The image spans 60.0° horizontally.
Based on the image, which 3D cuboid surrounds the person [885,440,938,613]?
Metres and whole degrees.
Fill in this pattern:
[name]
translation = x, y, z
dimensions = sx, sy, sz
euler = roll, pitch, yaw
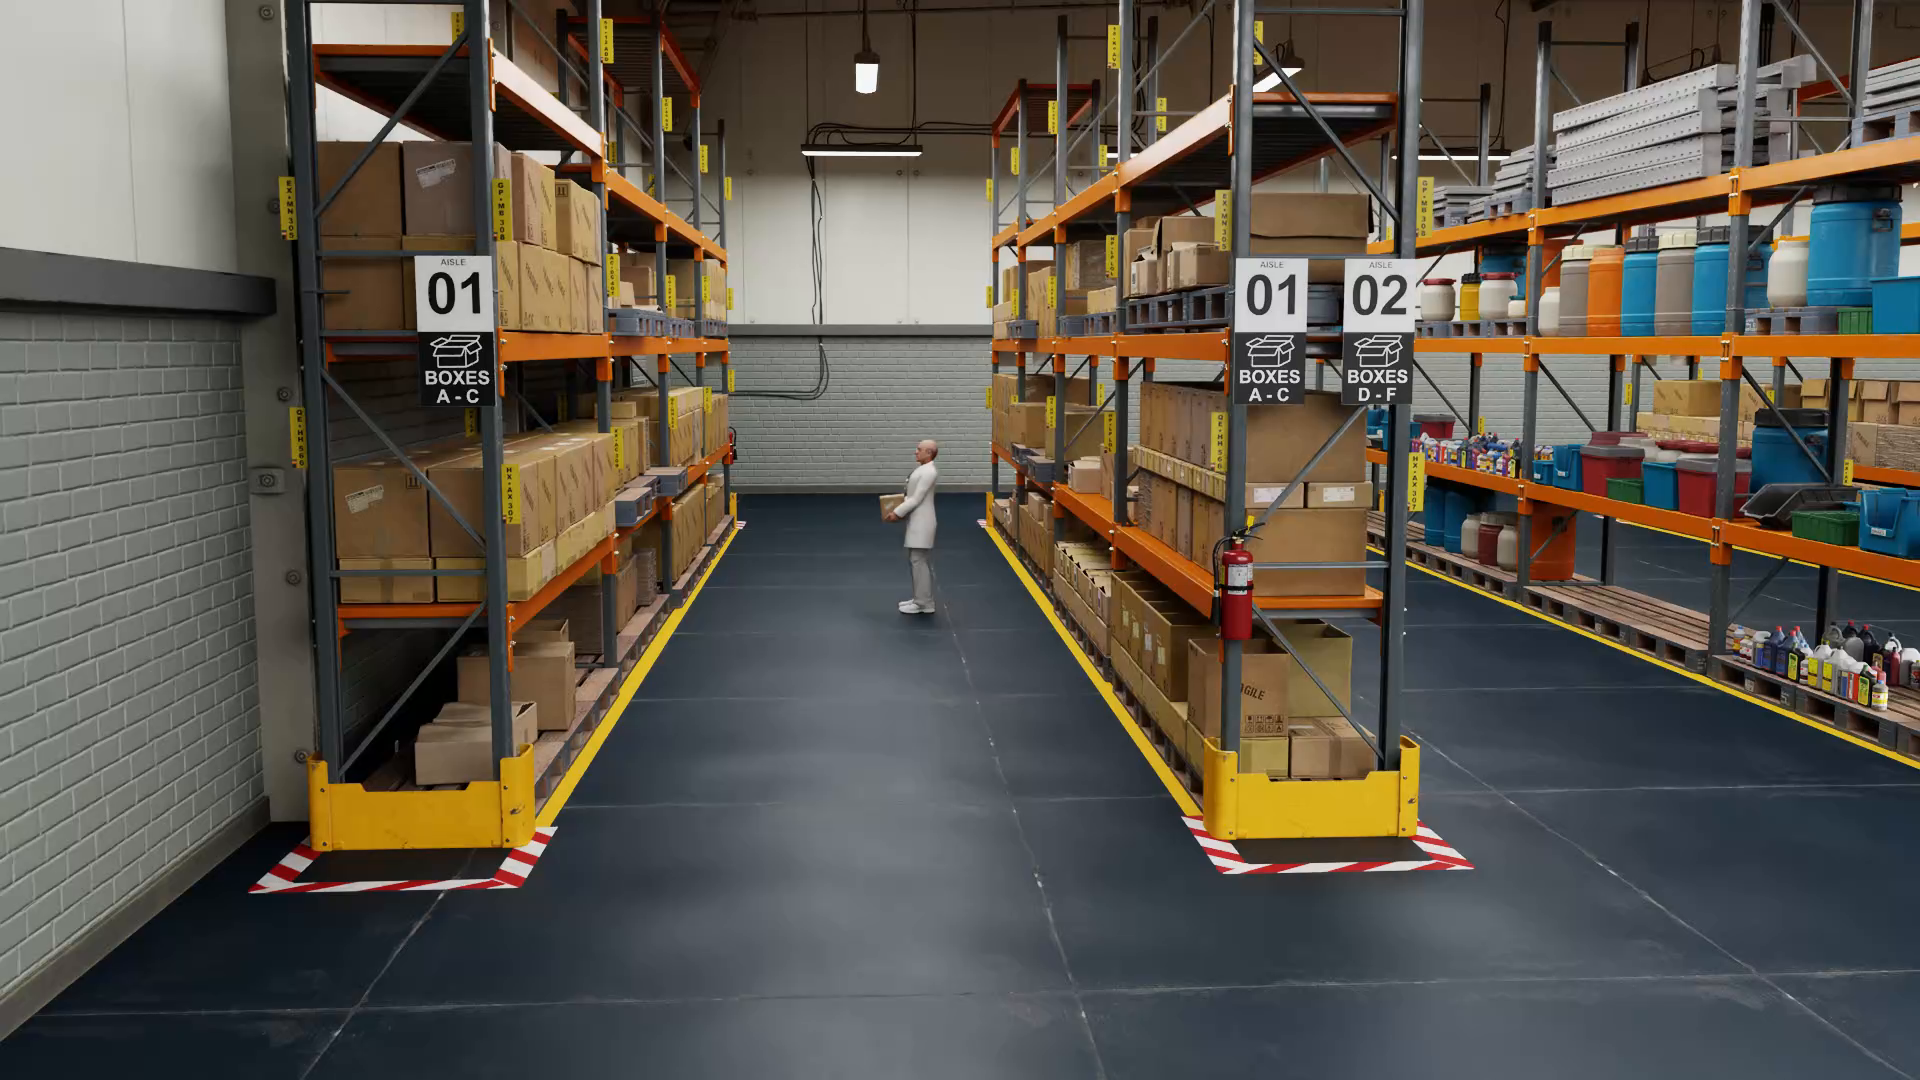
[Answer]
[person]
translation = -0.498, -0.146, 17.064
dimensions = 0.555, 1.769, 0.529
euler = 0, 7, -3
